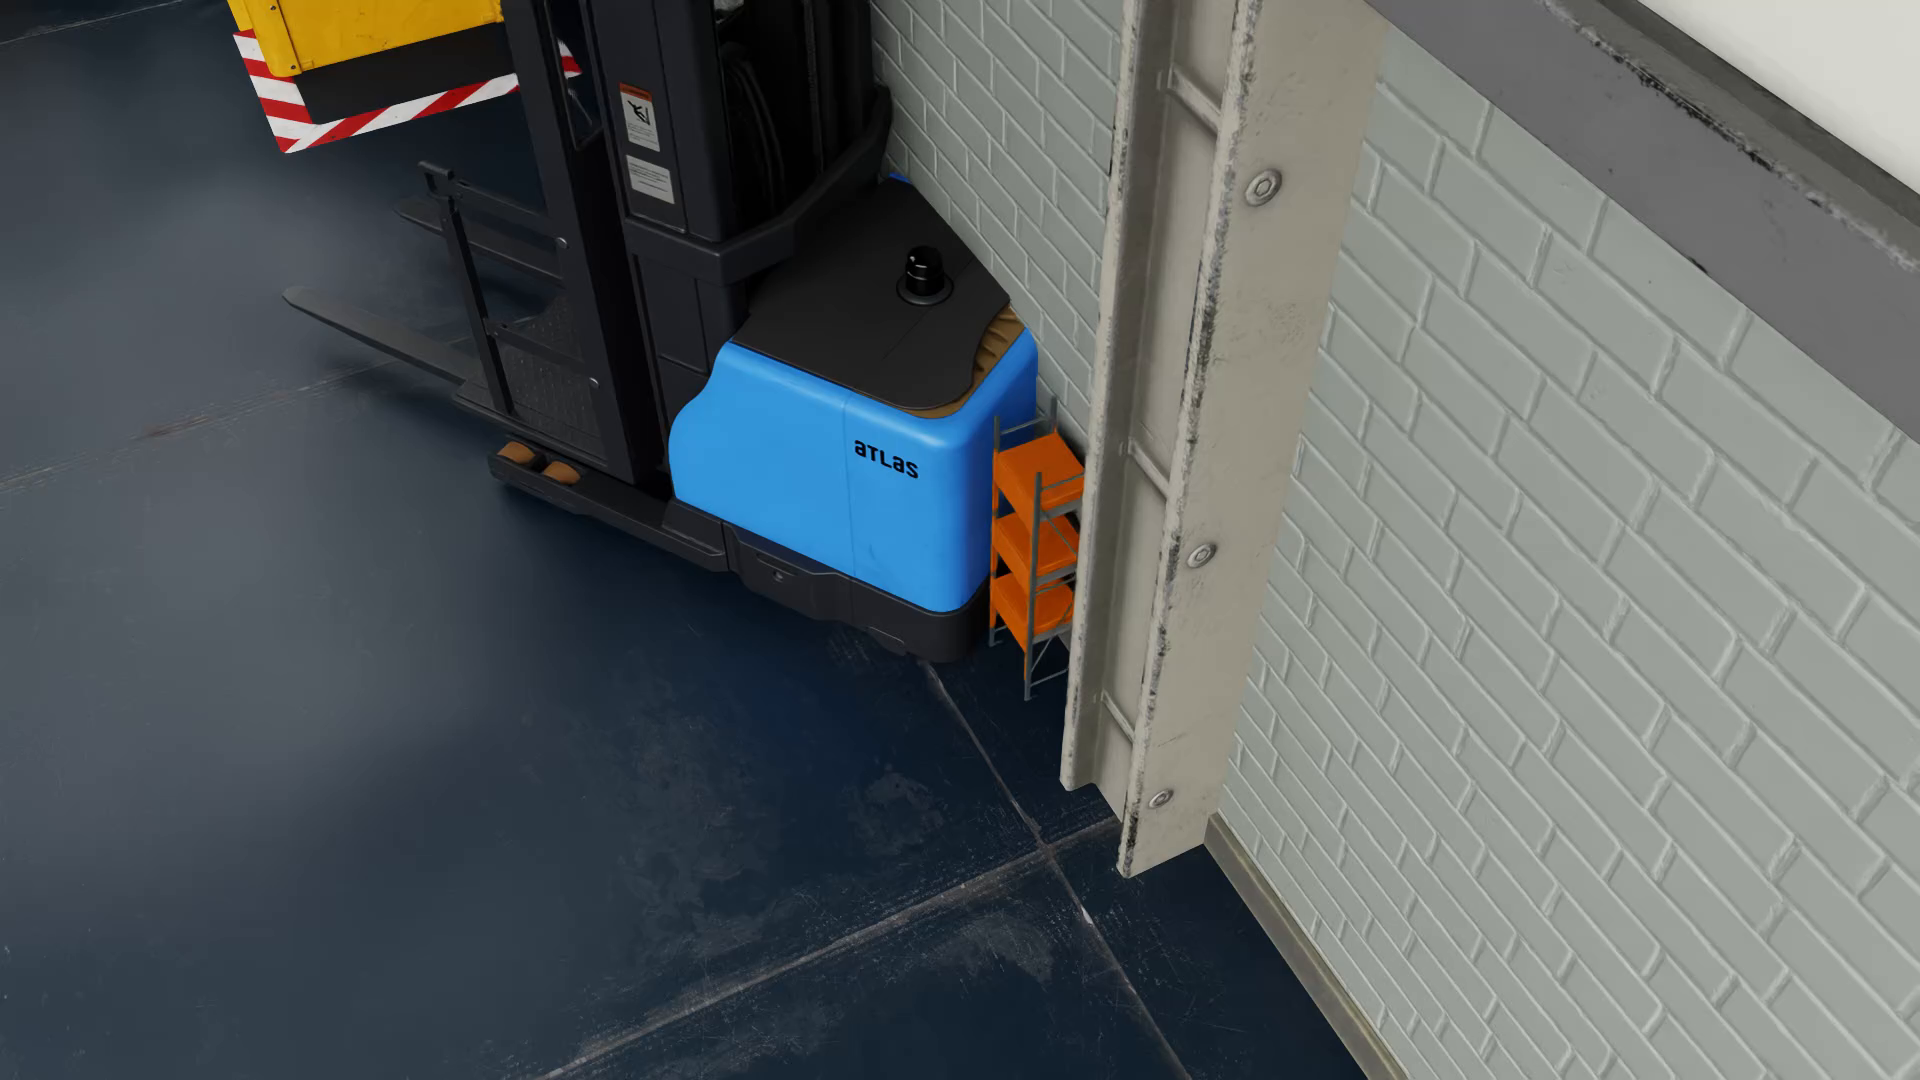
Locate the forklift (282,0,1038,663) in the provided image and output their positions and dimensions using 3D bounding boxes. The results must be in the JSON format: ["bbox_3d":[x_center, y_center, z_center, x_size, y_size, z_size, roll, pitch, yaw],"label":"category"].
[{"bbox_3d":[-1.075,-1.400,5.027,3.031,2.935,1.130,23,53,19],"label":"forklift"}]

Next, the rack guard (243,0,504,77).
[{"bbox_3d":[-2.687,-2.577,7.672,1.175,0.500,0.348,-21,52,-18],"label":"rack guard"}]

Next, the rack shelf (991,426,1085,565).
[{"bbox_3d":[0.241,-0.129,4.802,0.215,0.259,0.240,-21,52,-17],"label":"rack shelf"}]

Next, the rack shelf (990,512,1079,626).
[{"bbox_3d":[0.241,0.058,5.016,0.215,0.259,0.240,-21,52,-17],"label":"rack shelf"}]

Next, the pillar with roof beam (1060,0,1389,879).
[{"bbox_3d":[-3.297,-0.669,0.357,9.100,9.000,0.400,-21,52,-18],"label":"pillar with roof beam"}]

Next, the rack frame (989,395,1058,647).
[{"bbox_3d":[0.186,-0.031,5.079,0.200,1.050,0.008,-21,52,-17],"label":"rack frame"}]

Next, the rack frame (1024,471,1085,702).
[{"bbox_3d":[0.295,0.133,4.936,0.200,1.050,0.008,-21,52,-17],"label":"rack frame"}]

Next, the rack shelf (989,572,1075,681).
[{"bbox_3d":[0.241,0.241,5.225,0.215,0.259,0.240,-21,52,-17],"label":"rack shelf"}]

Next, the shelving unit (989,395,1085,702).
[{"bbox_3d":[0.241,0.051,5.008,0.215,1.050,0.252,-21,52,-17],"label":"shelving unit"}]
